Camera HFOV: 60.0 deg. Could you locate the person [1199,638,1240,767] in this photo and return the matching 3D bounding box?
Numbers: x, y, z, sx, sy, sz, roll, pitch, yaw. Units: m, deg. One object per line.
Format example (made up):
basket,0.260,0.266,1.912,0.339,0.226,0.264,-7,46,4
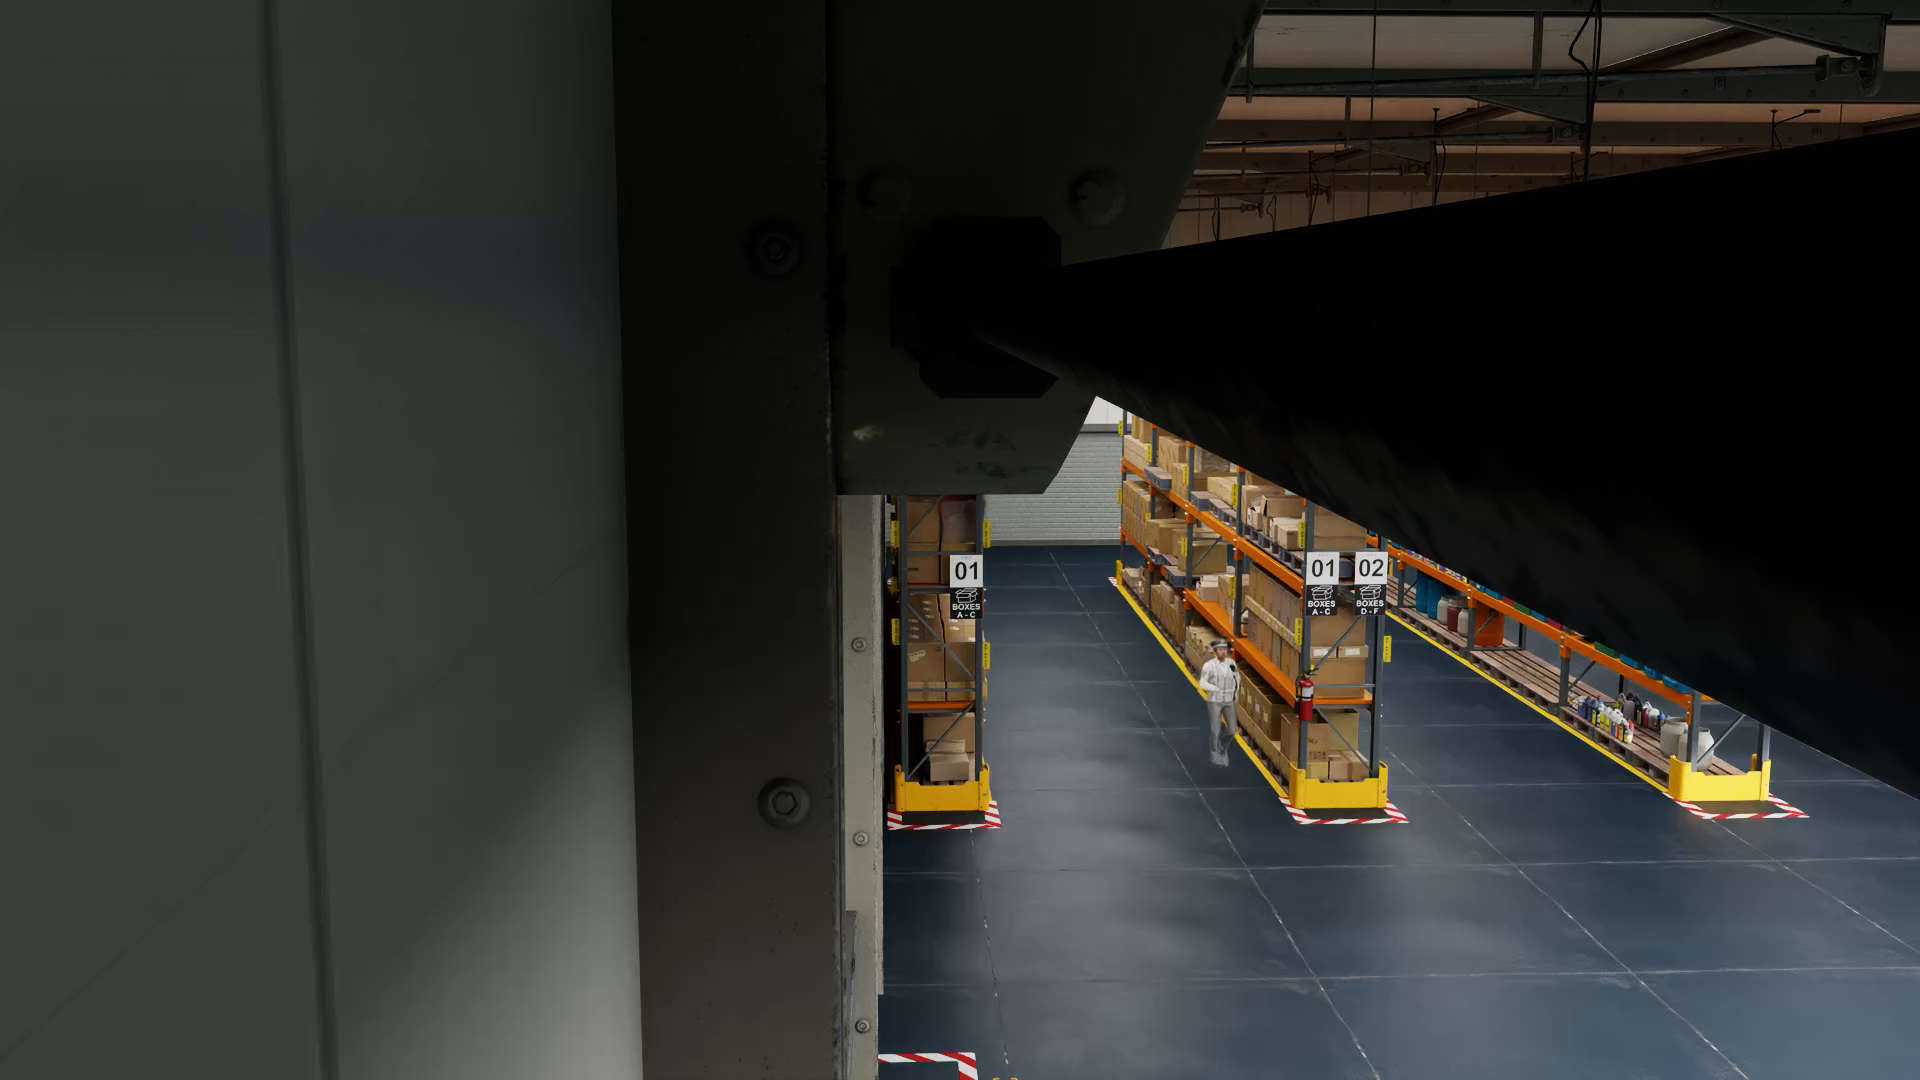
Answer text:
person,3.379,2.107,21.317,0.600,1.708,0.566,-2,9,-10
